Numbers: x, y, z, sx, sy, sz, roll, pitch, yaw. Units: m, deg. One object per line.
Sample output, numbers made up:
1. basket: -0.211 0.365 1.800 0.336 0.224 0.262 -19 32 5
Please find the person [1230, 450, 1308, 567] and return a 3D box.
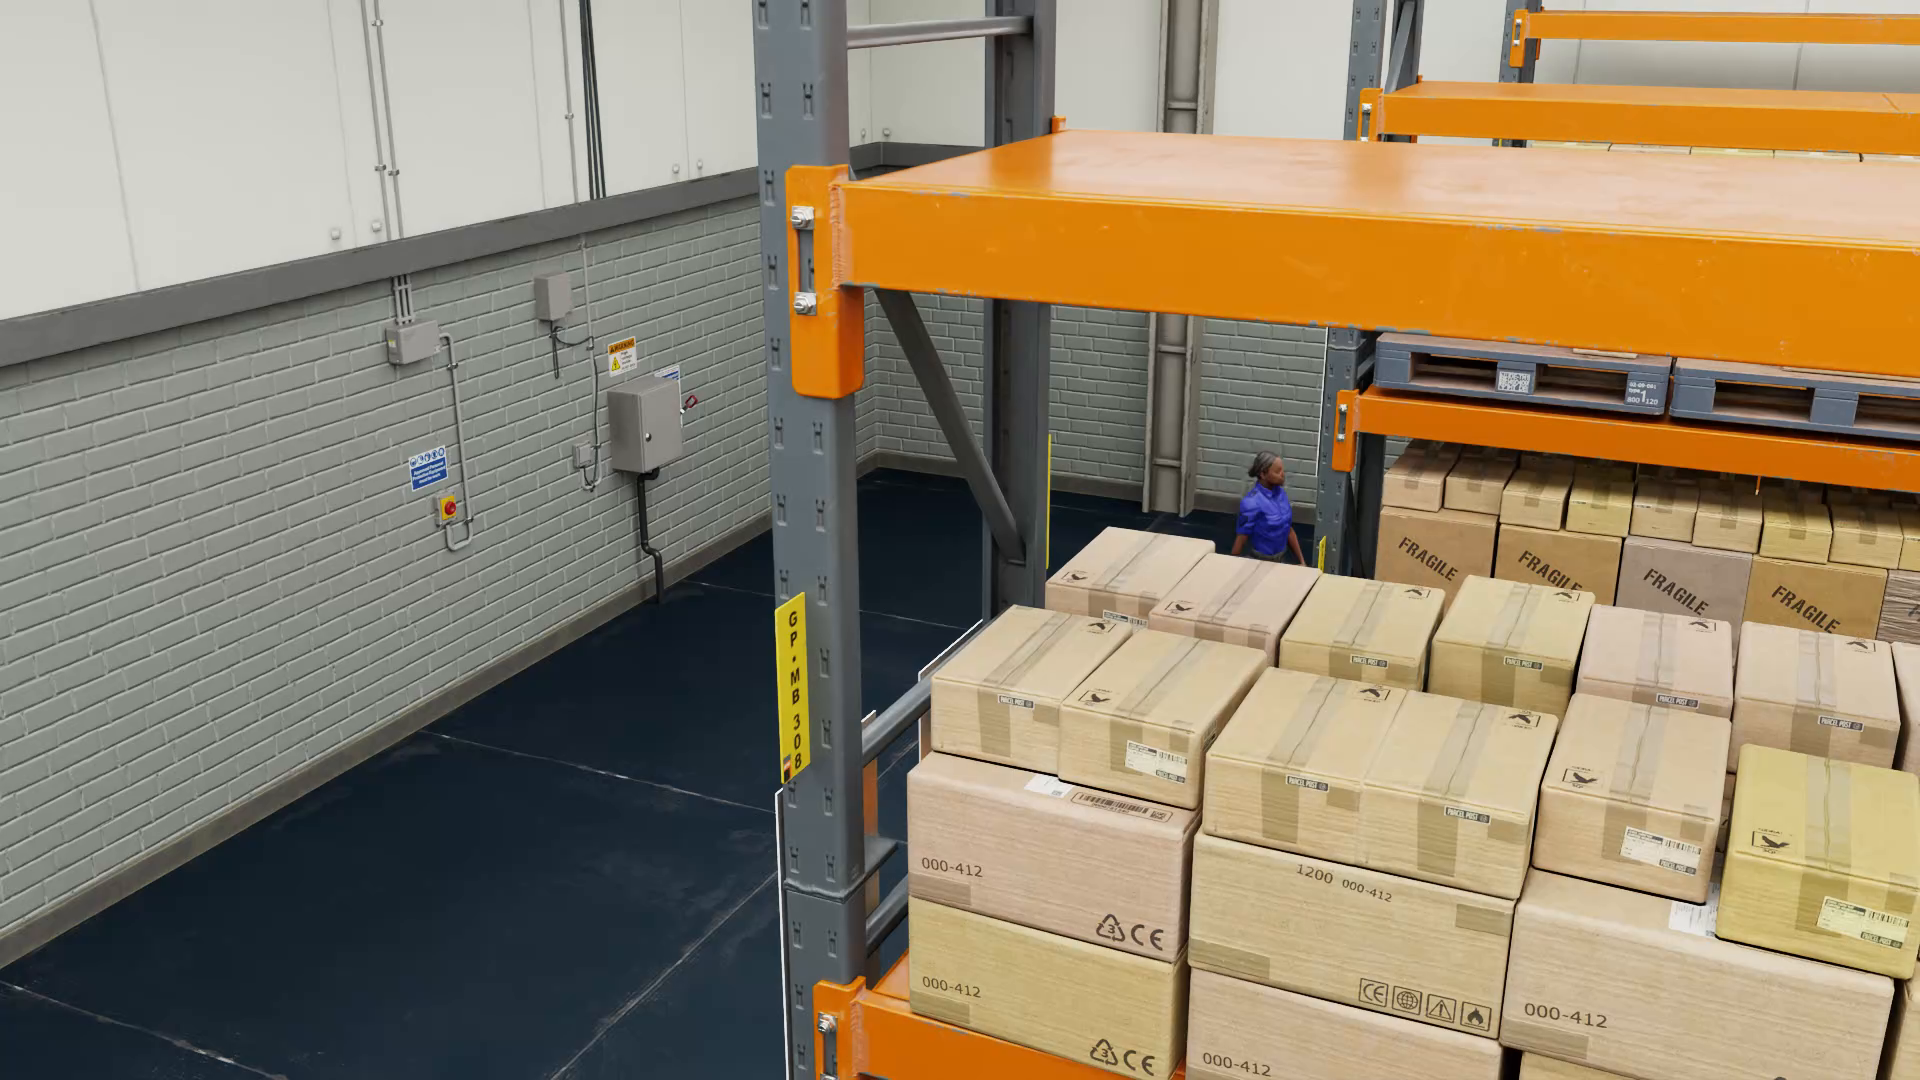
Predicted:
1. person: 2.083 0.190 10.992 1.009 1.592 0.483 13 23 32
